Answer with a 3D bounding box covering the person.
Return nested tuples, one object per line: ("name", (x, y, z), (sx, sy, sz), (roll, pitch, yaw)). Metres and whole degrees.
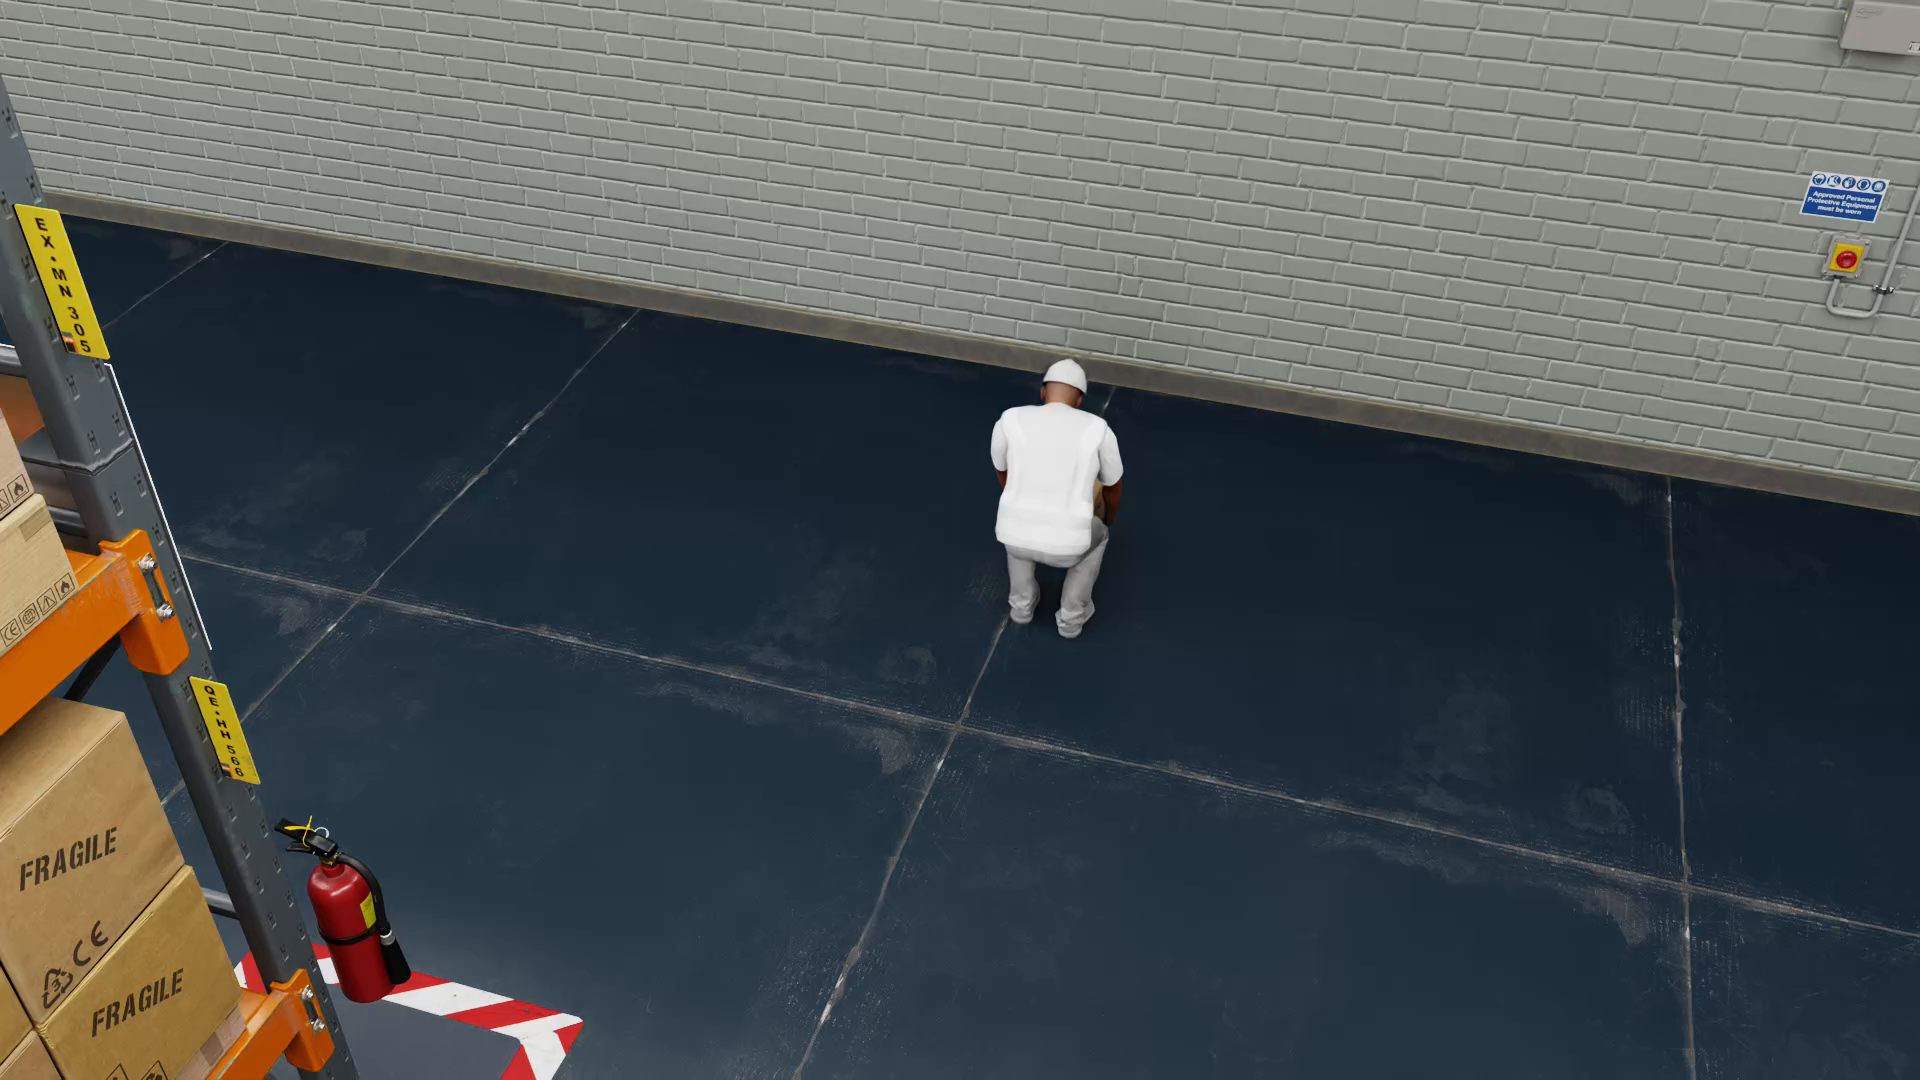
("person", (0.399, -0.163, 7.601), (0.612, 1.156, 0.852), (11, 38, 14))
